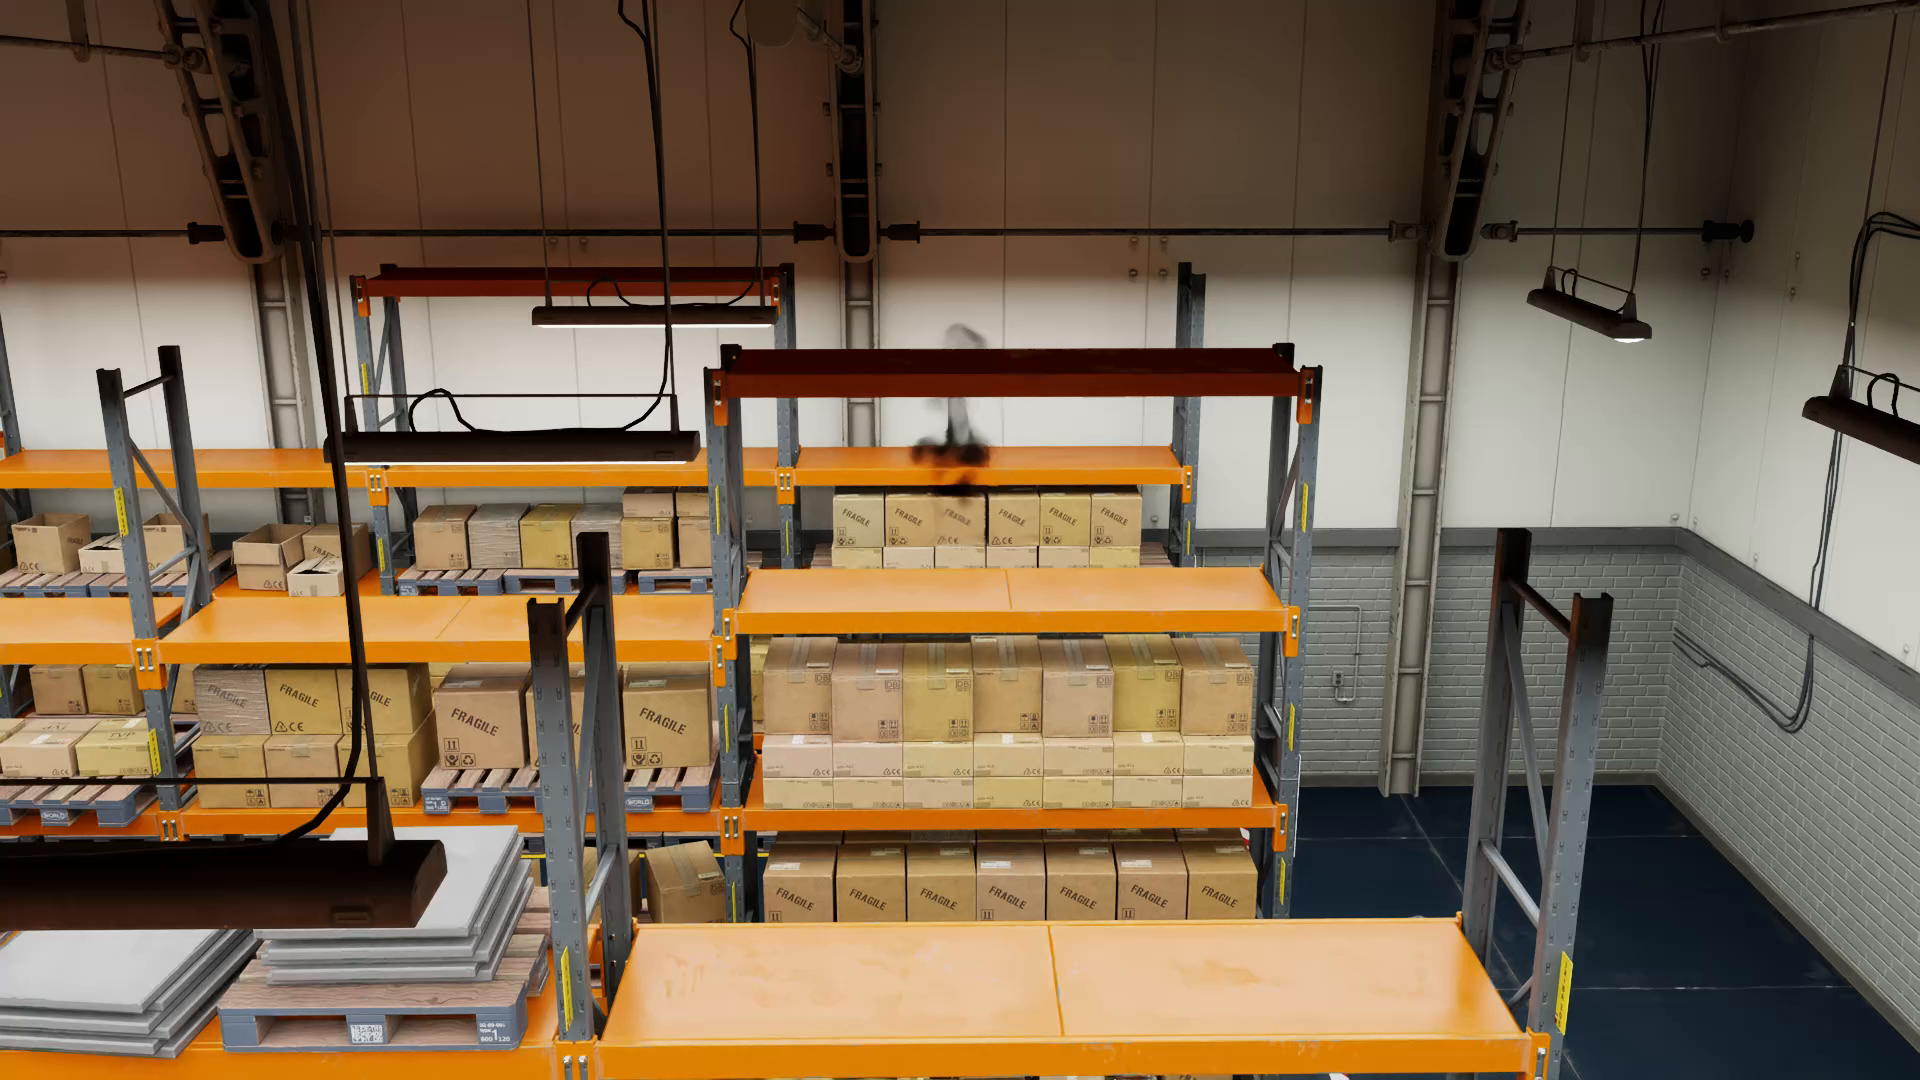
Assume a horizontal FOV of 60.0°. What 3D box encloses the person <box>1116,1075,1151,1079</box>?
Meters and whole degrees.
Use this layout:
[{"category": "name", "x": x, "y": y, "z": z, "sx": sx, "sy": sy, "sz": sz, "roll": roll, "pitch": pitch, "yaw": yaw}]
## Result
[{"category": "person", "x": 1.185, "y": 4.151, "z": 11.136, "sx": 0.581, "sy": 1.747, "sz": 0.675, "roll": -4, "pitch": 17, "yaw": -13}]
